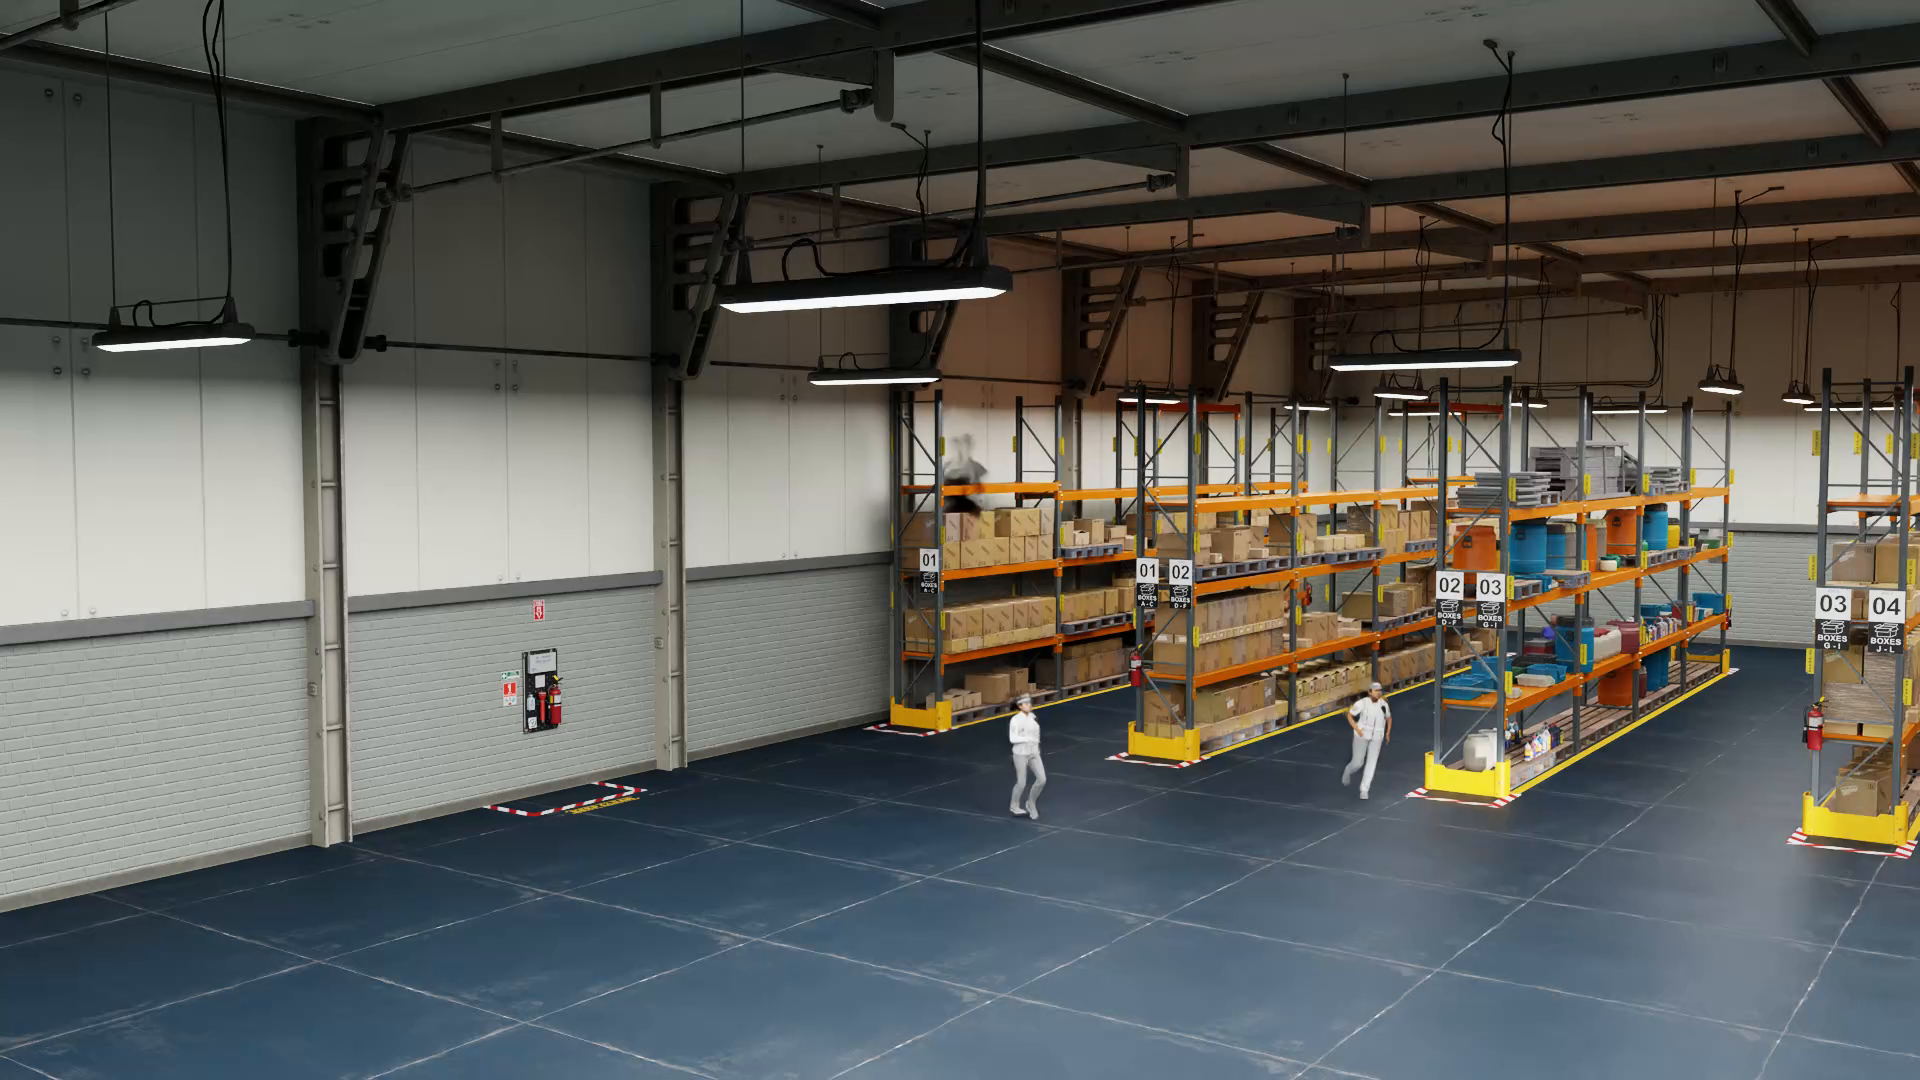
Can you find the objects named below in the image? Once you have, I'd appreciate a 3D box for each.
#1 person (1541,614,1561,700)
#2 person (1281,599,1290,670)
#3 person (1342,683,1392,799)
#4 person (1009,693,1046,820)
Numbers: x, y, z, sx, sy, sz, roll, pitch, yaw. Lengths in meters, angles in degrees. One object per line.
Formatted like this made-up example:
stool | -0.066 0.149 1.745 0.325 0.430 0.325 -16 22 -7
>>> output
person | 11.793 2.316 33.082 0.560 1.712 0.722 2 4 34
person | 7.249 2.118 37.026 0.549 1.617 0.603 1 4 24
person | 5.898 2.852 23.877 0.670 1.617 0.808 0 3 -1
person | 0.918 2.907 22.322 0.592 1.723 0.651 -2 4 -35
